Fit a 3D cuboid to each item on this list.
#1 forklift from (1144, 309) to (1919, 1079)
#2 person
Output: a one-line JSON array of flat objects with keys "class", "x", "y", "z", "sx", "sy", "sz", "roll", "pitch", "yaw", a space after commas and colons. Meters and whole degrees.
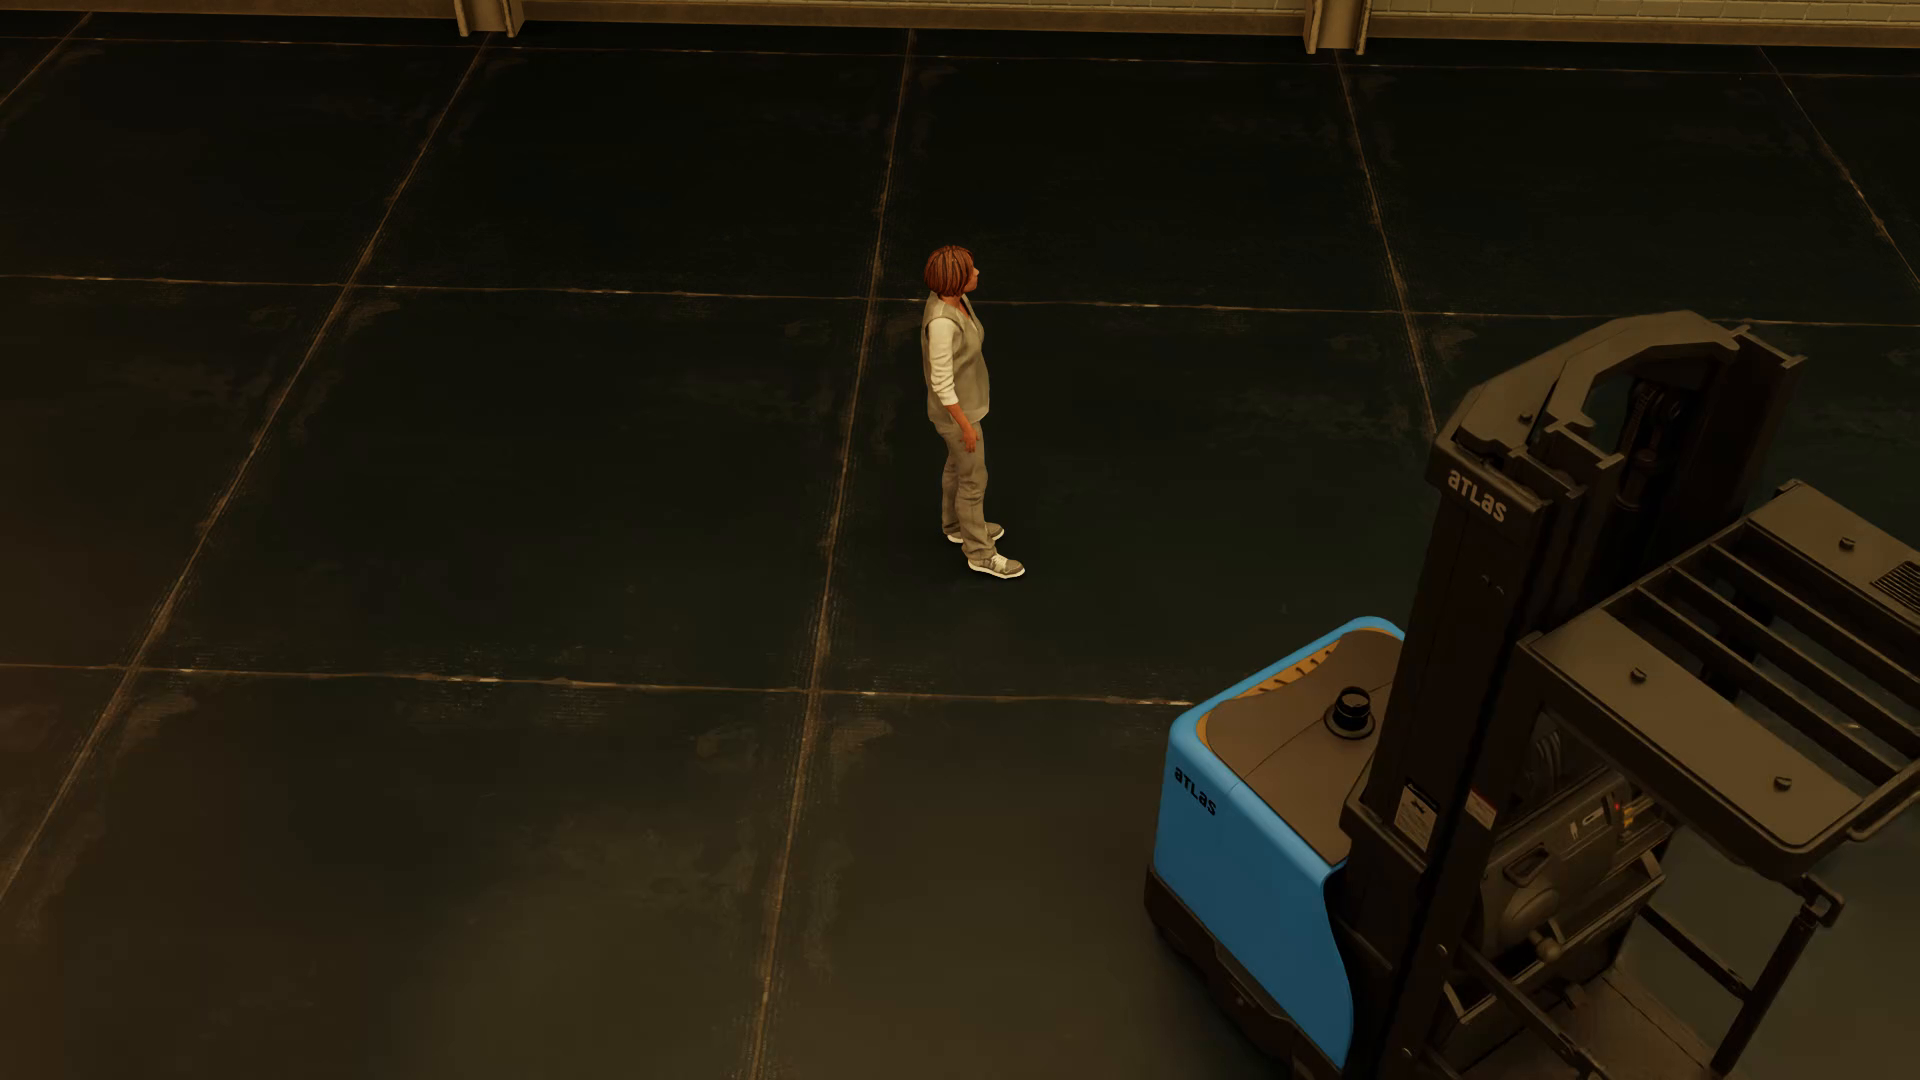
[{"class": "forklift", "x": 1.943, "y": 0.966, "z": 4.684, "sx": 1.130, "sy": 2.935, "sz": 3.031, "roll": -25, "pitch": 48, "yaw": -25}, {"class": "person", "x": 0.073, "y": -0.583, "z": 7.360, "sx": 0.475, "sy": 1.597, "sz": 0.520, "roll": 2, "pitch": 42, "yaw": 2}]
